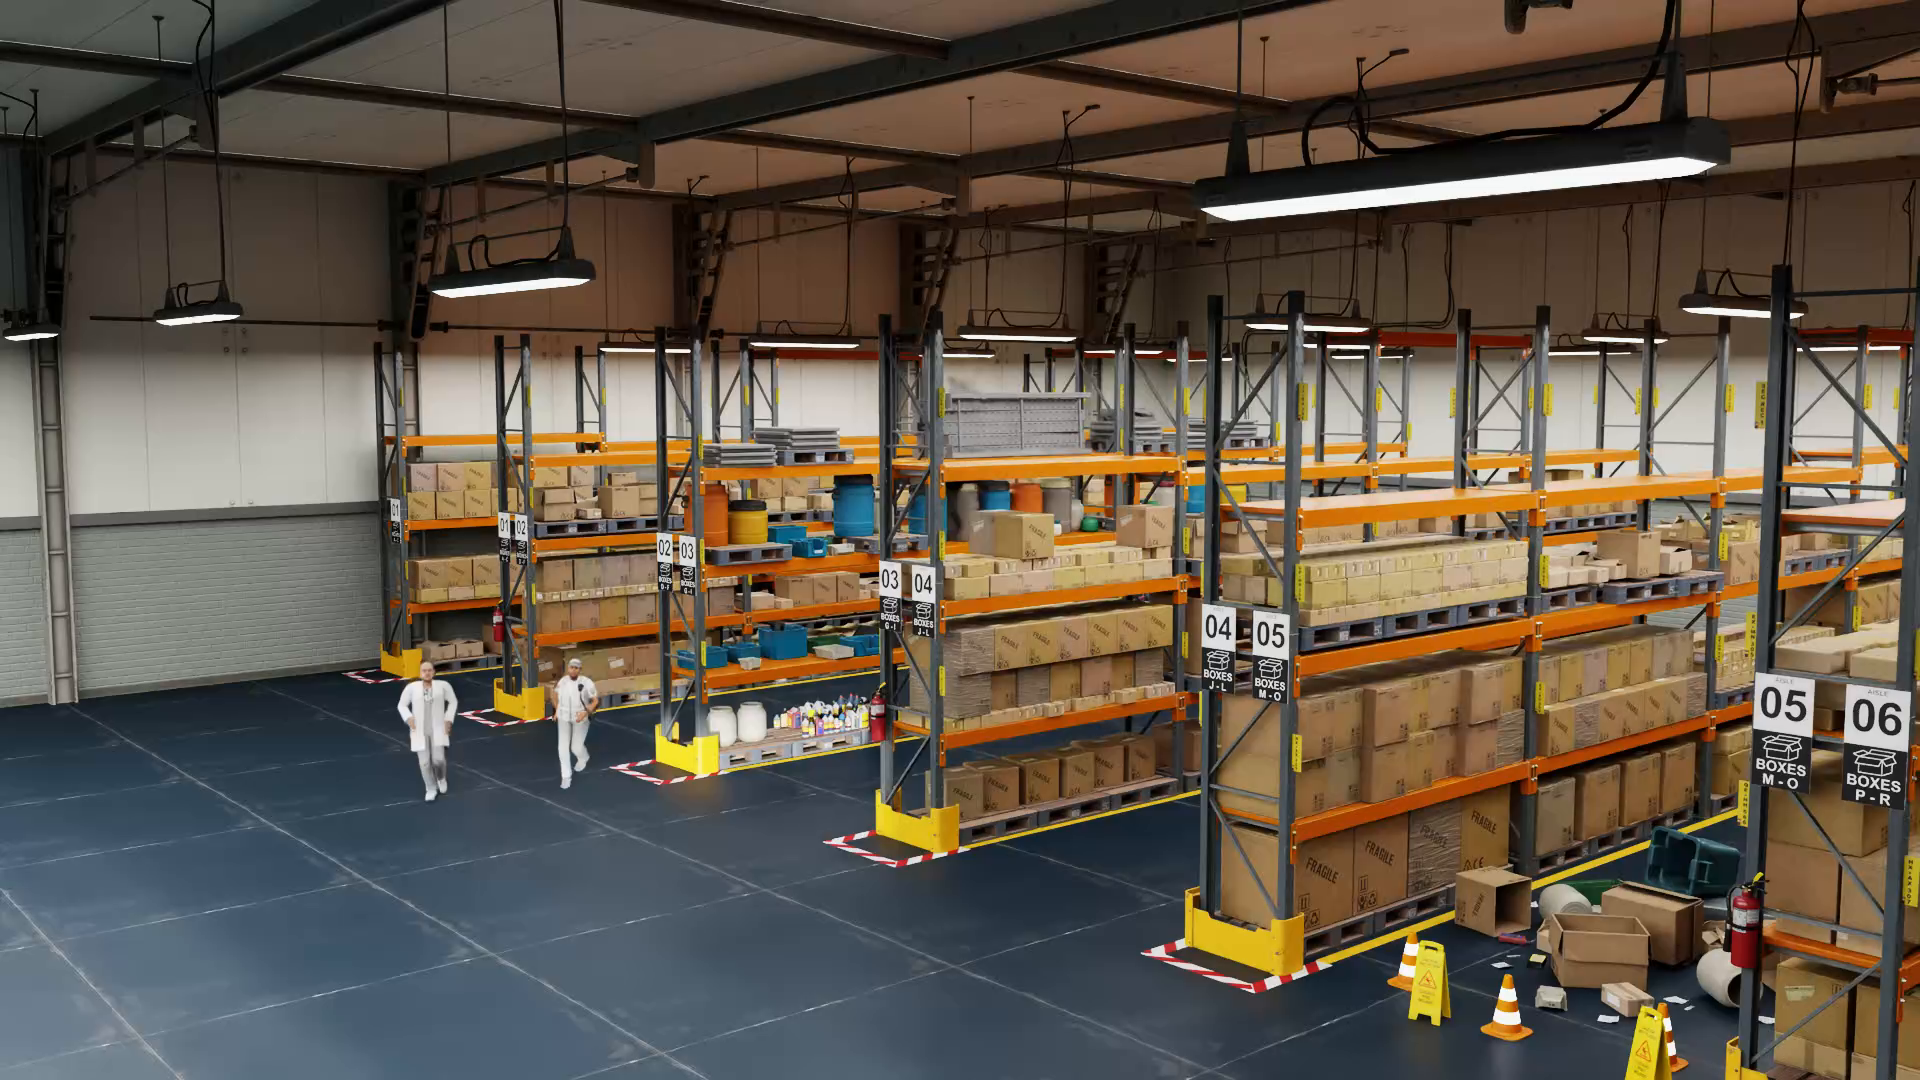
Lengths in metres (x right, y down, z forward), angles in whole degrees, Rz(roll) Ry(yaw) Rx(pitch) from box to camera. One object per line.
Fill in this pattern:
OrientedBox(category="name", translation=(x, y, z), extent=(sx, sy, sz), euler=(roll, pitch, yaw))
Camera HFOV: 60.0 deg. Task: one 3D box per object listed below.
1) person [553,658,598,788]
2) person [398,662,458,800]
OrientedBox(category="person", translation=(-5.064, 2.376, 21.867), extent=(0.621, 1.657, 0.788), euler=(0, 5, 0))
OrientedBox(category="person", translation=(-6.683, 2.396, 20.885), extent=(0.716, 1.743, 0.630), euler=(-1, 5, -14))
